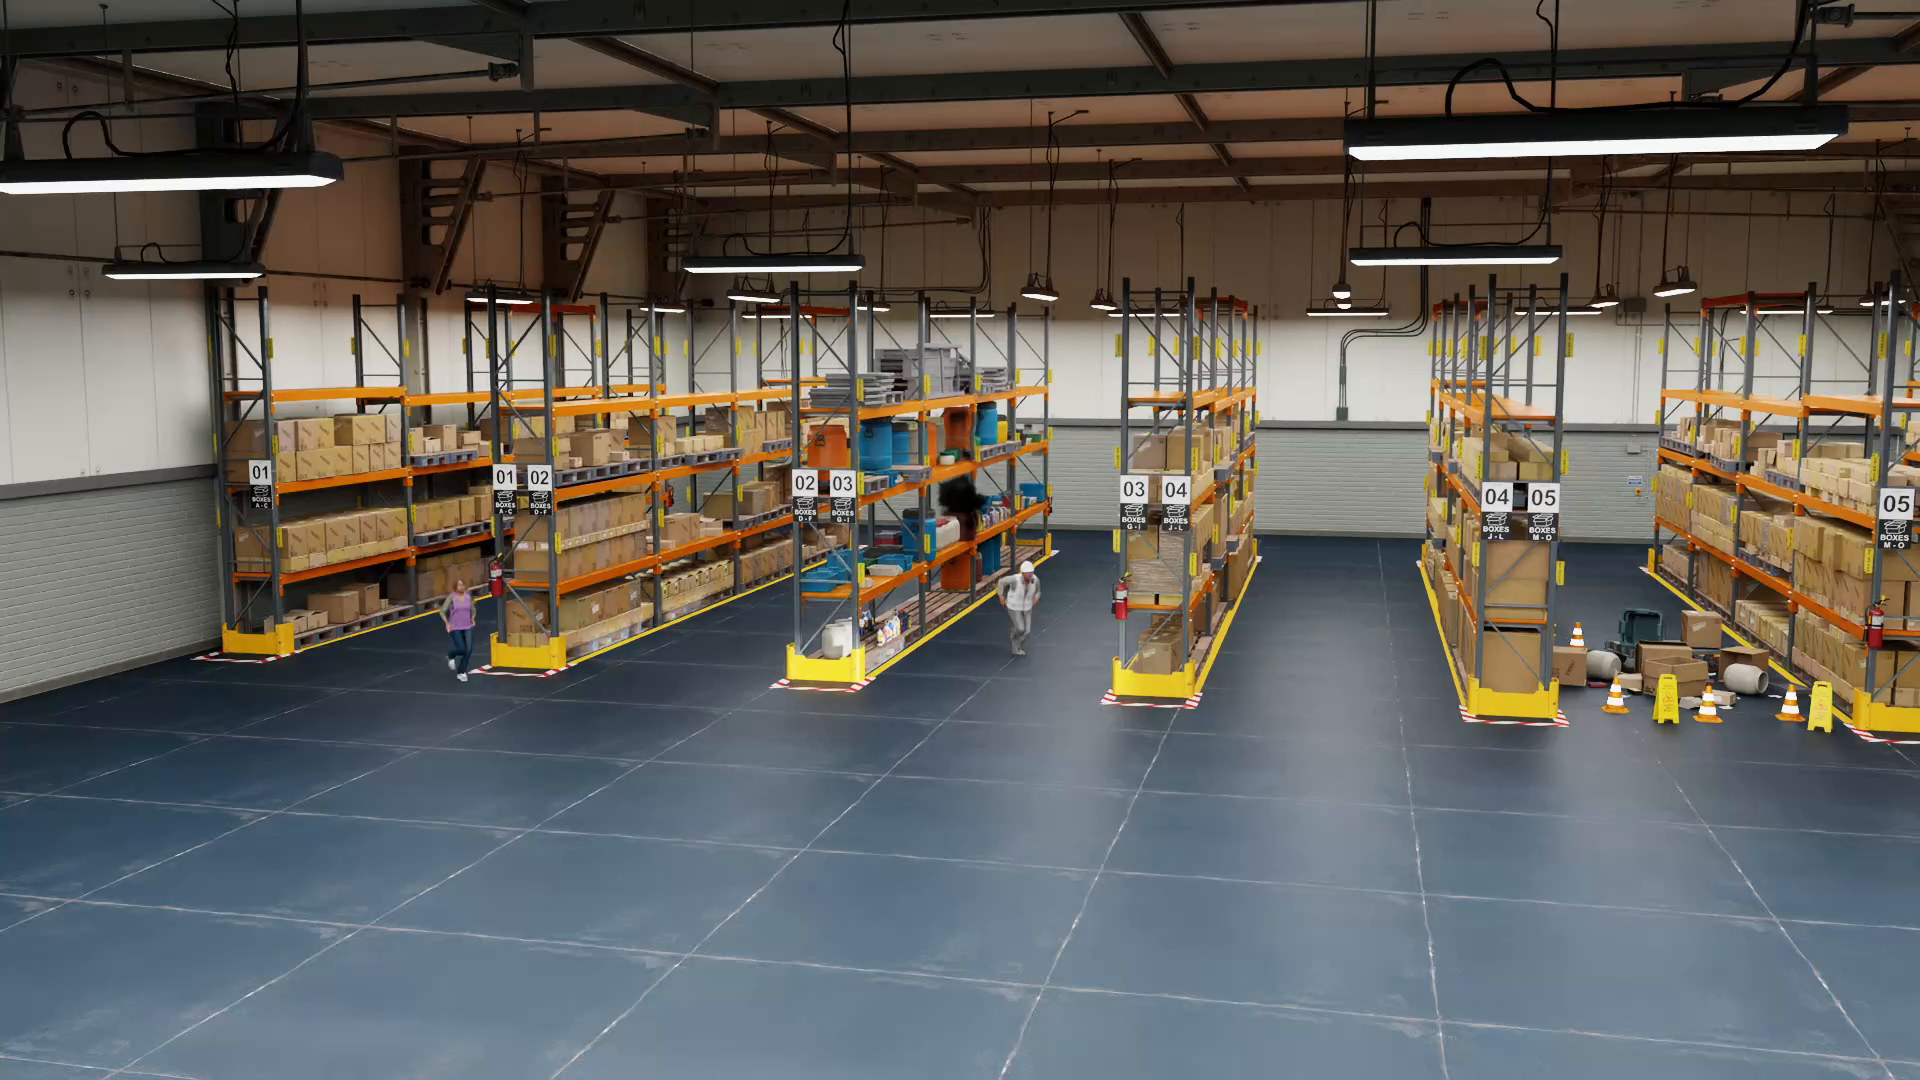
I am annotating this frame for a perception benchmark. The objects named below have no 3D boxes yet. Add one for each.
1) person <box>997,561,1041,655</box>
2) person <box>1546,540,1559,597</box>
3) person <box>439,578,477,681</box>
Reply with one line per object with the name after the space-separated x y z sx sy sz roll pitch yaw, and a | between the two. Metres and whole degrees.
0.963 1.114 26.889 0.685 1.603 0.868 -2 7 -18 | person
11.237 0.488 31.965 0.566 1.662 0.929 1 7 8 | person
-7.574 1.353 25.204 0.546 1.562 0.547 -5 8 -39 | person
